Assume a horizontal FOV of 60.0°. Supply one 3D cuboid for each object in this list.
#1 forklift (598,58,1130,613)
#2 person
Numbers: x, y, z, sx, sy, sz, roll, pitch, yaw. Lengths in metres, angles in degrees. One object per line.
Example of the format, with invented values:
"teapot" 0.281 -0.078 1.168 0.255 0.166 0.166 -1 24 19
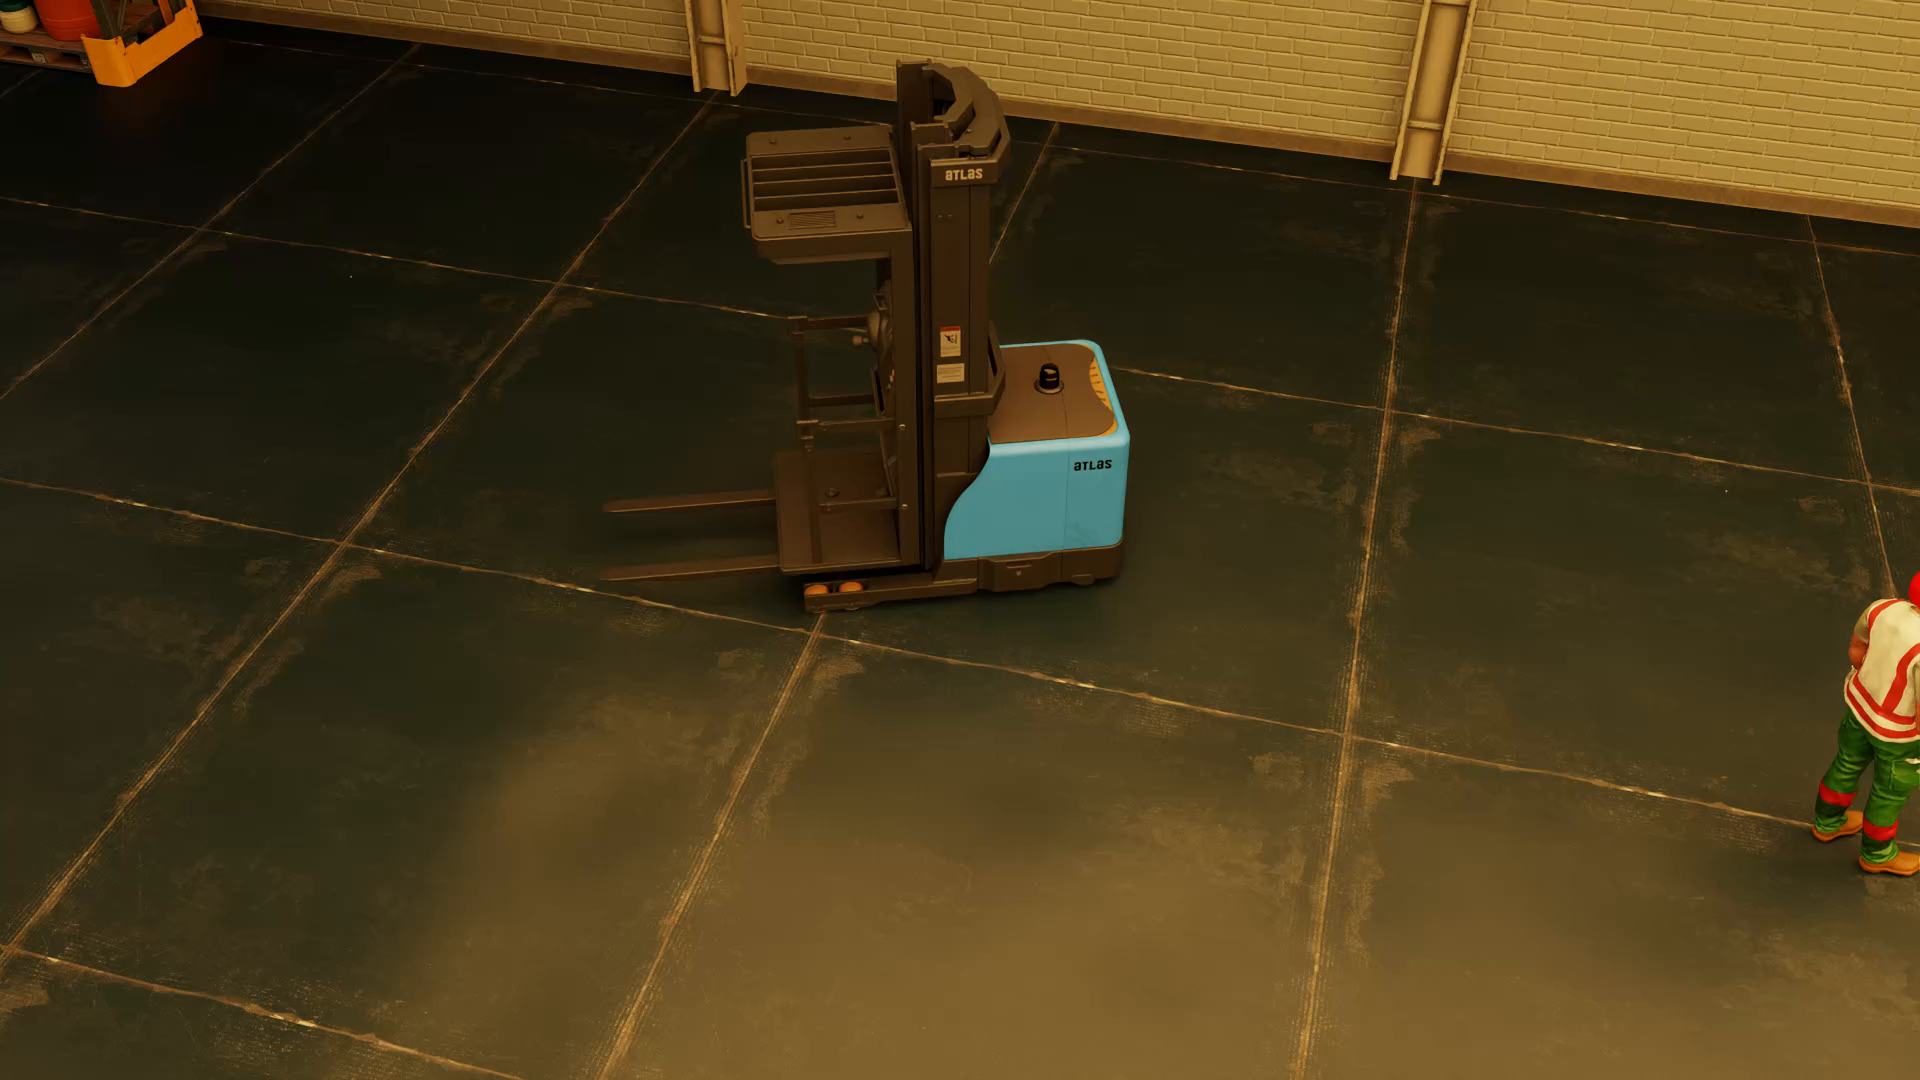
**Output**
"forklift" -0.604 -1.052 9.062 3.031 2.935 1.130 -5 41 -5
"person" 4.425 0.810 7.792 0.564 1.787 0.637 -7 42 -8
